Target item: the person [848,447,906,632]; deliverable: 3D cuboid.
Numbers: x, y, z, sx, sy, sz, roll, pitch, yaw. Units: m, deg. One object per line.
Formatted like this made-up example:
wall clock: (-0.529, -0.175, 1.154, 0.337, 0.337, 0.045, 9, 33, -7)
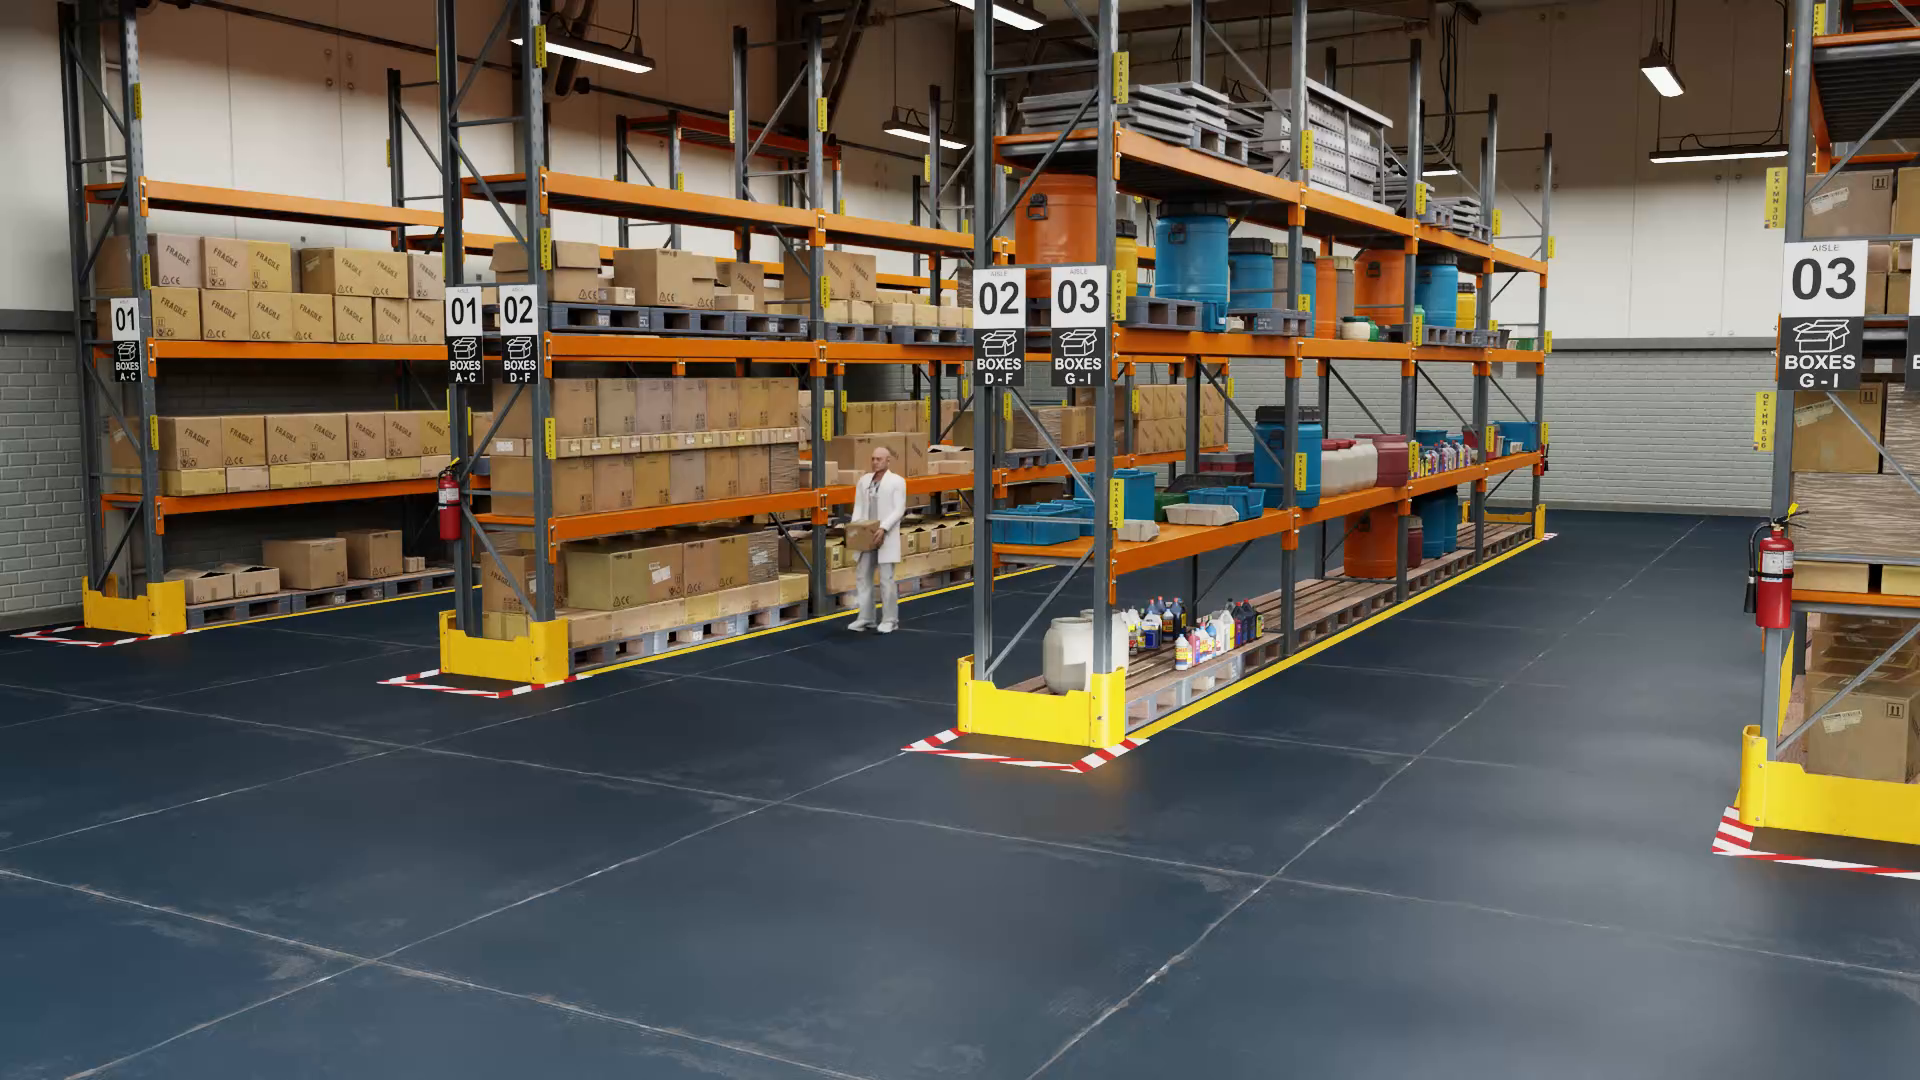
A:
person: (-0.823, -0.002, 16.049, 0.566, 1.782, 0.499, 3, 7, 29)
